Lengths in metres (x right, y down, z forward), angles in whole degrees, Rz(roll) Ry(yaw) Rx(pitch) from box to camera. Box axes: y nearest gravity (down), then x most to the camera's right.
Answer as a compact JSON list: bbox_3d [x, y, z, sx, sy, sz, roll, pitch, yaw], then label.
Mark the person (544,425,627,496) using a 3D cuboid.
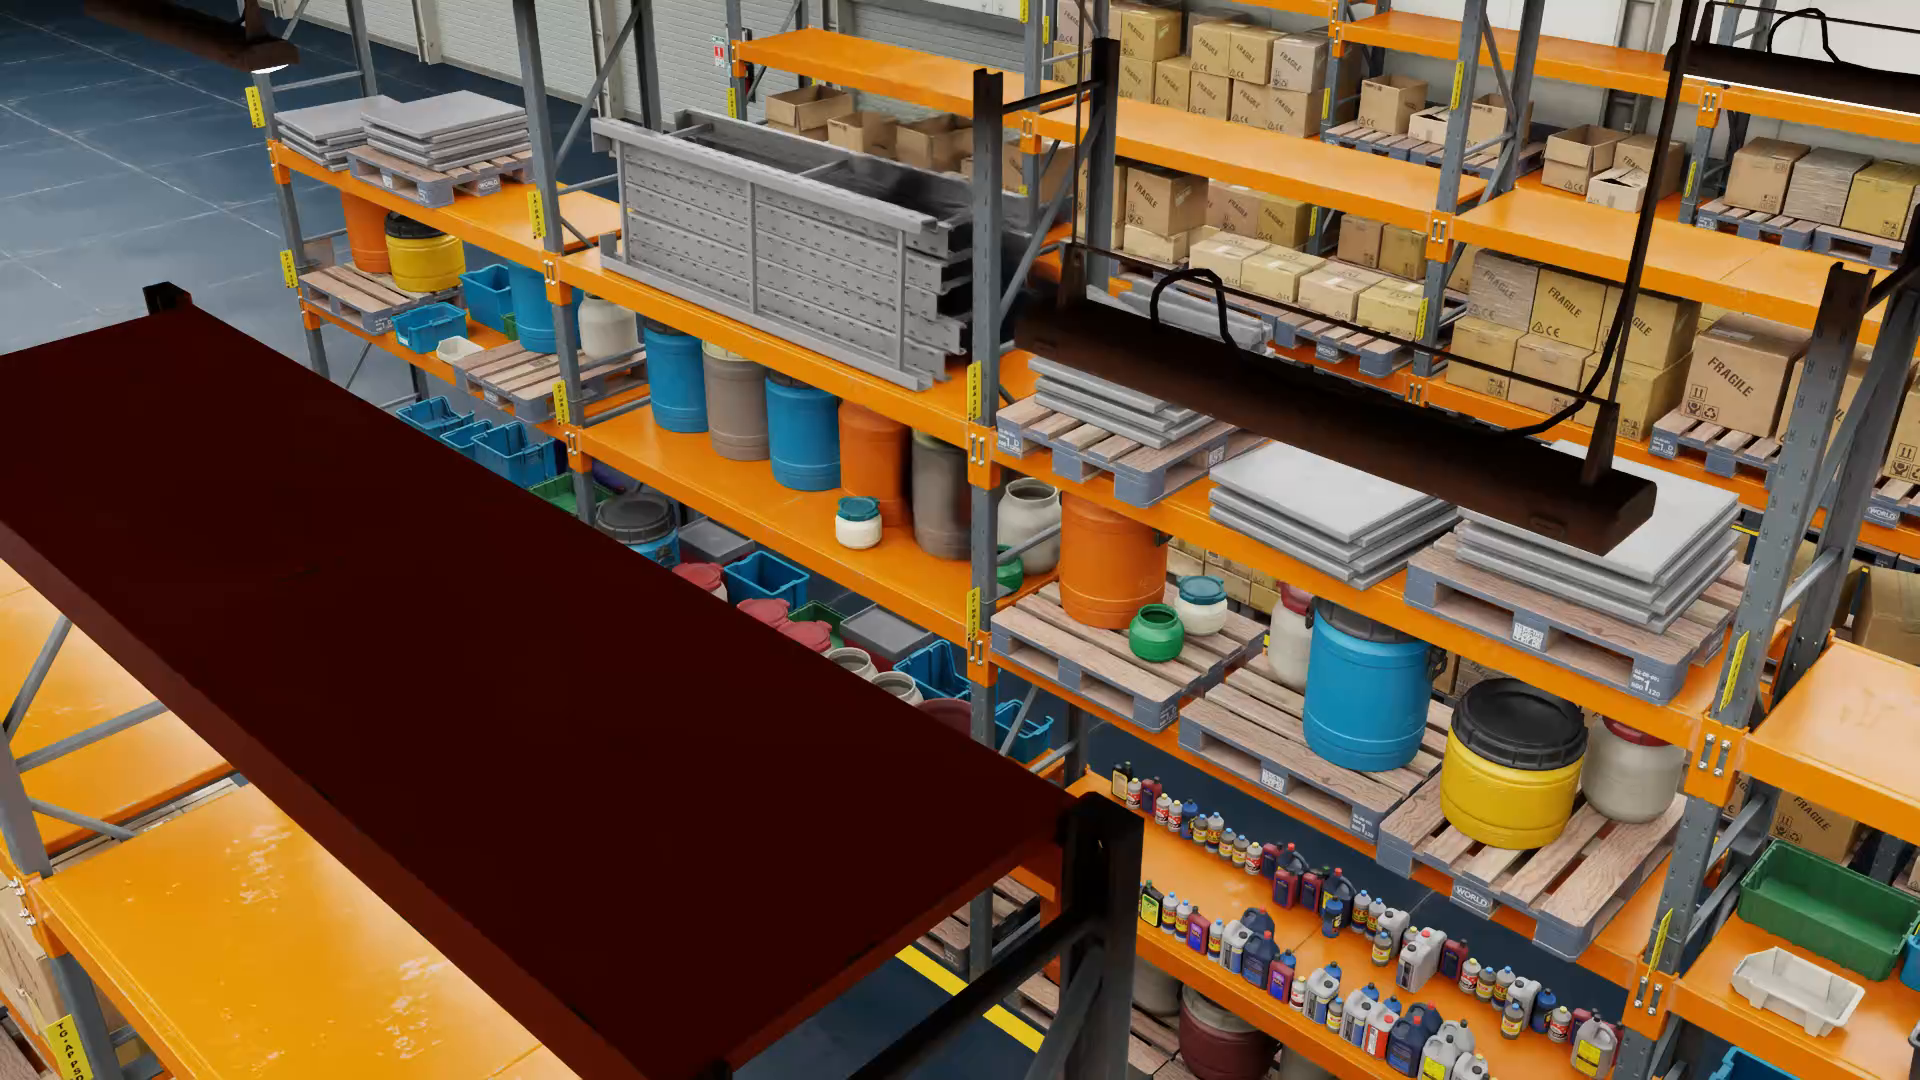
[{"bbox_3d":[-3.789,-0.983,16.346,0.914,1.645,0.615,17,34,27],"label":"person"}]
